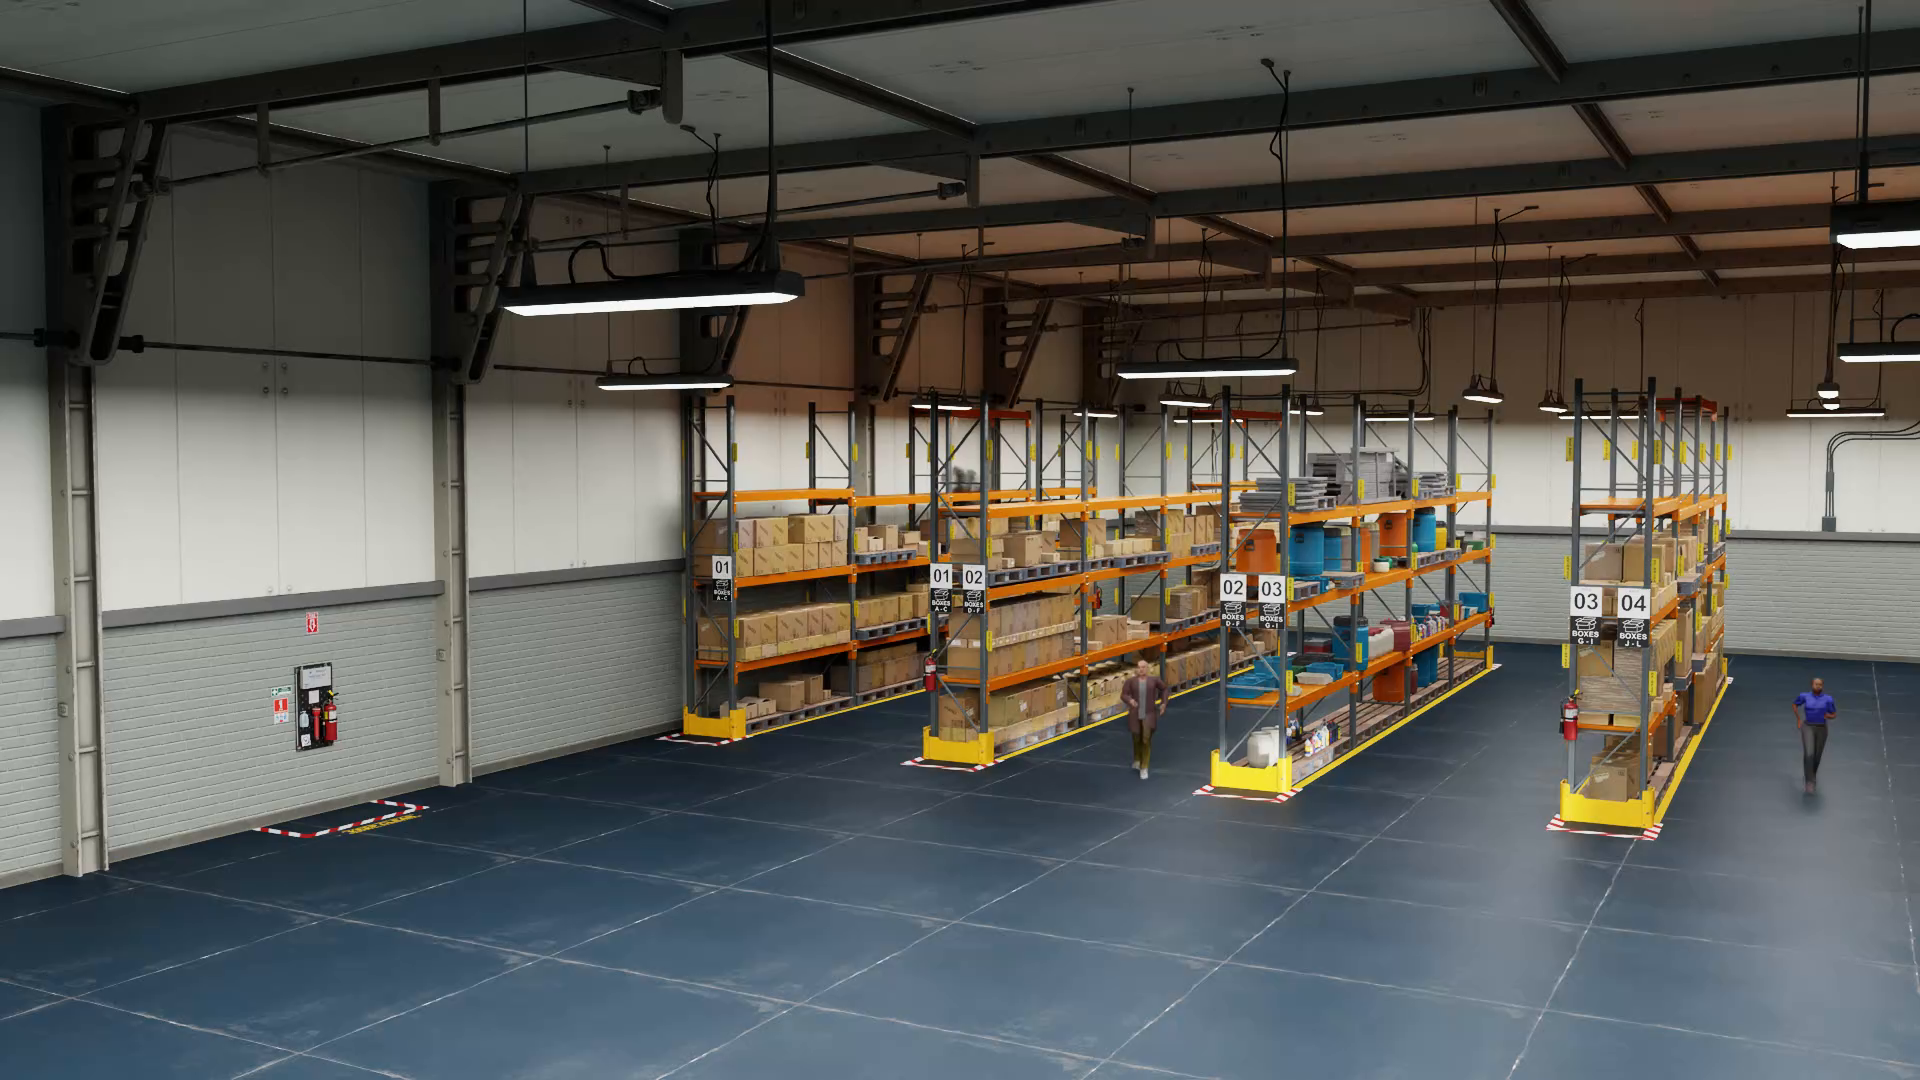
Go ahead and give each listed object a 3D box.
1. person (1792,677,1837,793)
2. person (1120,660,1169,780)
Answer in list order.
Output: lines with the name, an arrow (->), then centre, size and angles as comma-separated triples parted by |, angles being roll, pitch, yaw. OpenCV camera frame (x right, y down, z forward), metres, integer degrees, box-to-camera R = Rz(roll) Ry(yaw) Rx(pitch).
person -> 12.697, 2.882, 24.703 | 0.558, 1.719, 0.778 | 1, 3, 16
person -> 2.858, 2.778, 25.840 | 0.727, 1.830, 0.840 | 1, 3, 15
